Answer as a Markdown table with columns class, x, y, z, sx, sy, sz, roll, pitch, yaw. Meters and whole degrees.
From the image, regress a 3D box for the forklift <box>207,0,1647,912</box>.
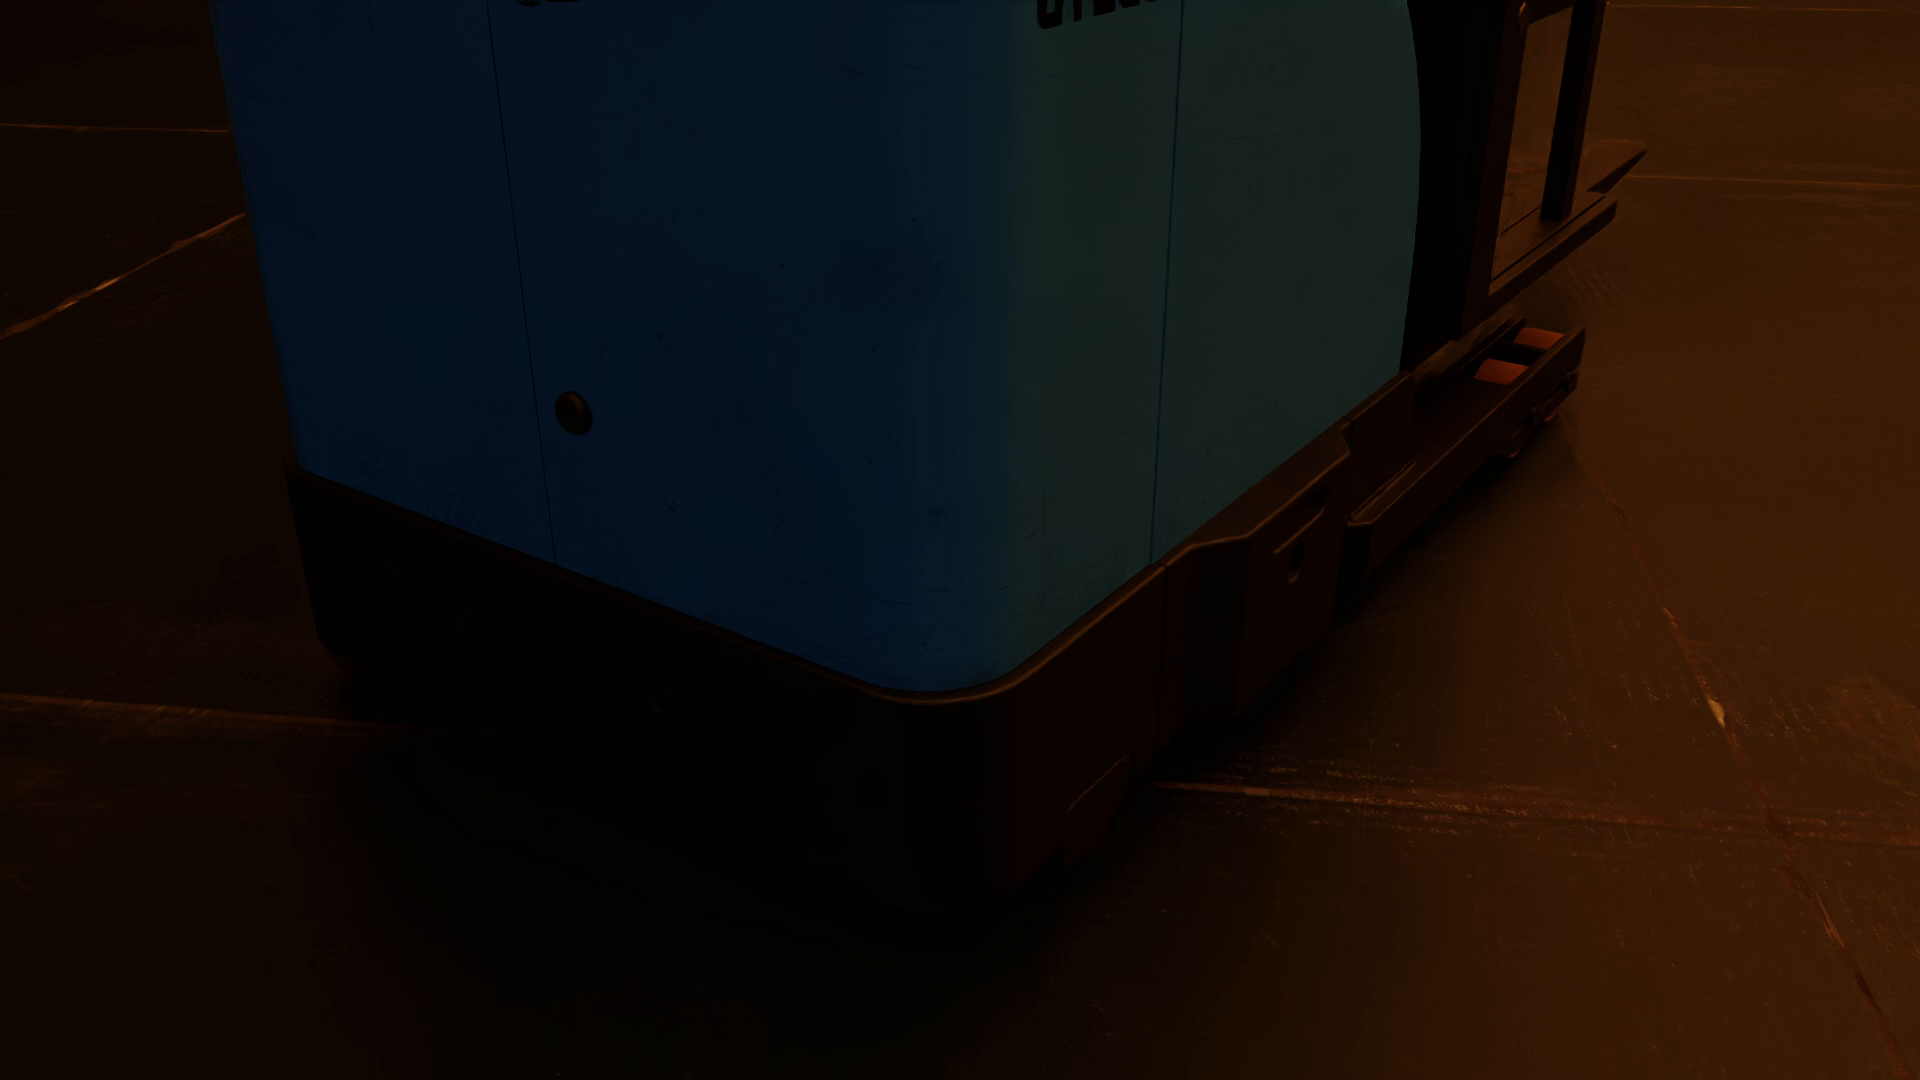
| class | x | y | z | sx | sy | sz | roll | pitch | yaw |
| --- | --- | --- | --- | --- | --- | --- | --- | --- | --- |
| forklift | 0.435 | -1.555 | 2.334 | 1.130 | 2.935 | 3.031 | 17 | 31 | 31 |
